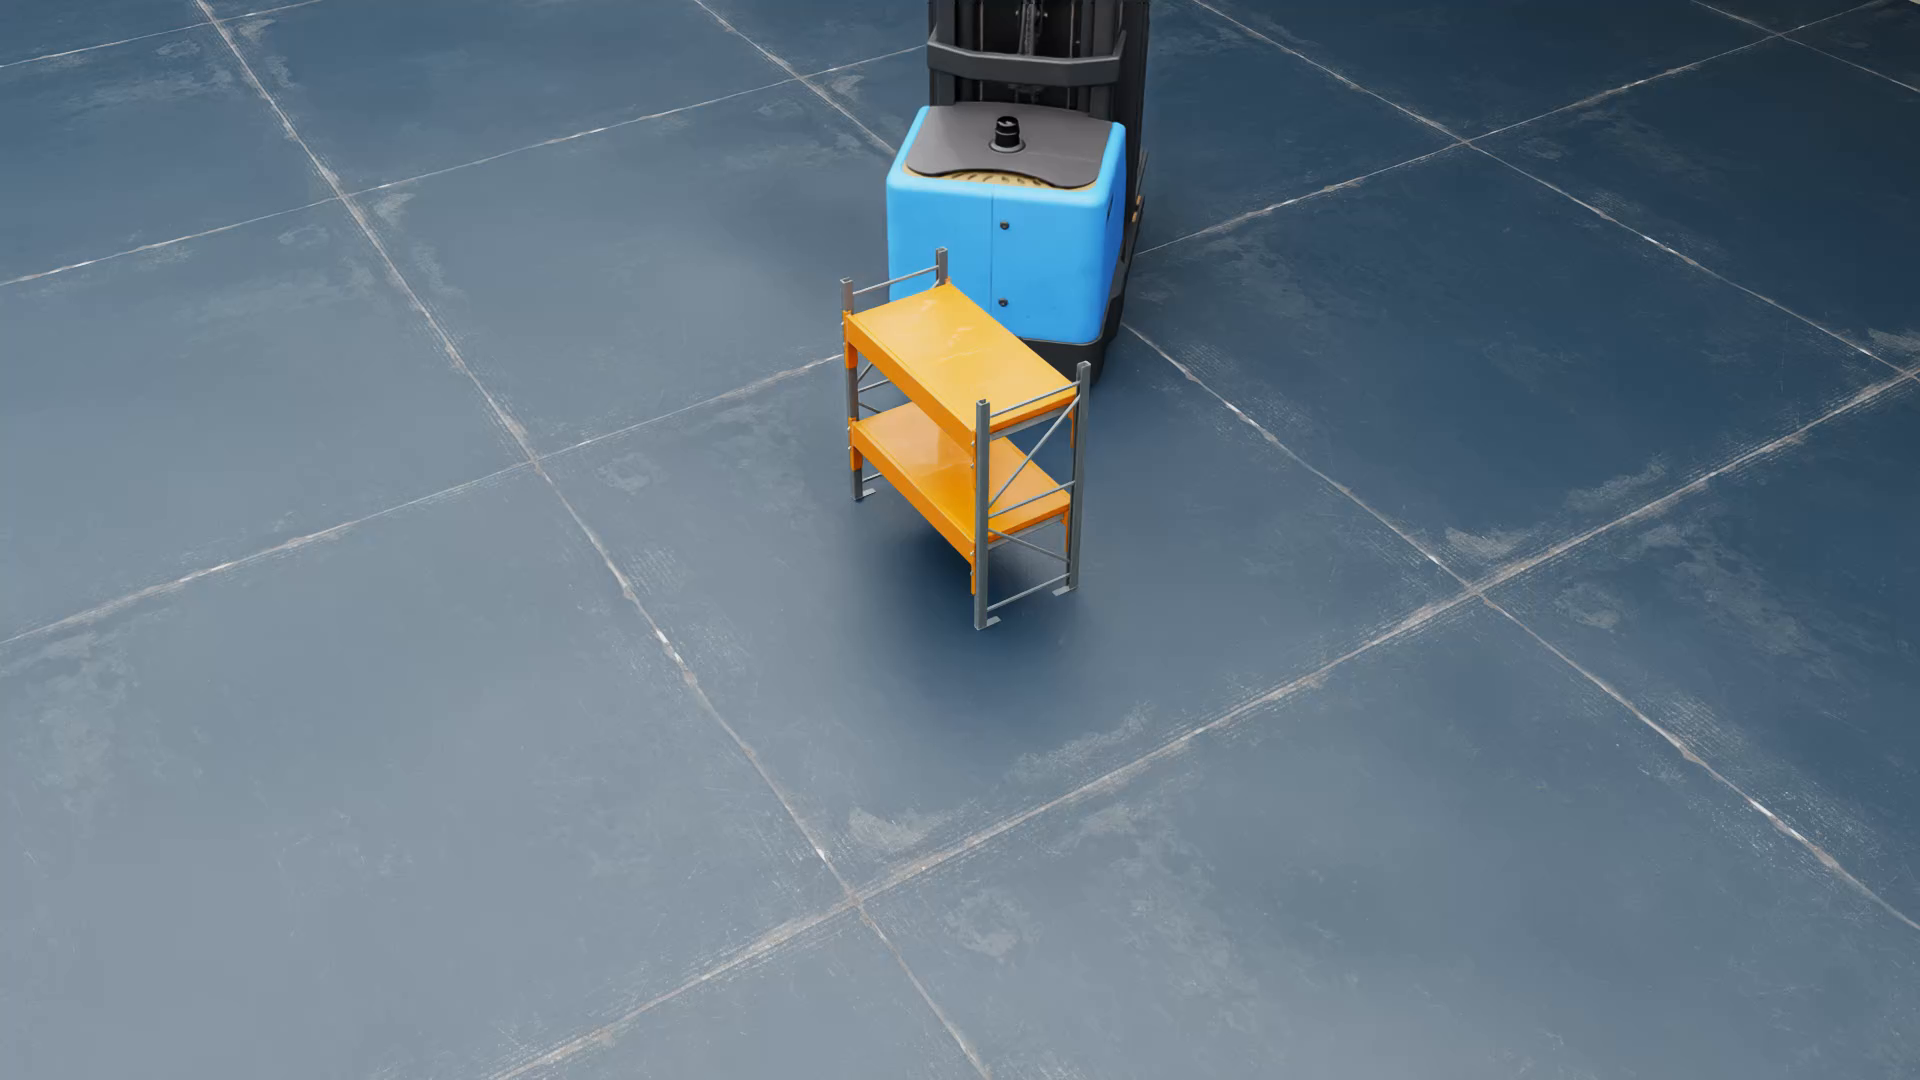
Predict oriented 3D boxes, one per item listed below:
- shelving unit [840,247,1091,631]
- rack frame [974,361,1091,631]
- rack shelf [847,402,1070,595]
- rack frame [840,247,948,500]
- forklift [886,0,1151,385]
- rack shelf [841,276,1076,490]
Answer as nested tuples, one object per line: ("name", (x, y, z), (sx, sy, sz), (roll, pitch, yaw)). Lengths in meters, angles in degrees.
("shelving unit", (0.004, -0.428, 6.886), (0.538, 1.125, 1.048), (-22, 45, -24))
("rack frame", (0.277, -0.154, 6.556), (0.500, 1.125, 0.032), (-22, 45, -24))
("rack shelf", (0.004, -0.241, 7.042), (0.538, 0.278, 1.000), (-22, 45, -24))
("rack frame", (-0.270, -0.703, 7.215), (0.500, 1.125, 0.032), (-22, 45, -24))
("forklift", (0.432, -2.814, 8.338), (1.130, 2.935, 3.031), (7, 40, 8))
("rack shelf", (0.004, -0.653, 6.698), (0.538, 0.278, 1.000), (-22, 45, -24))
